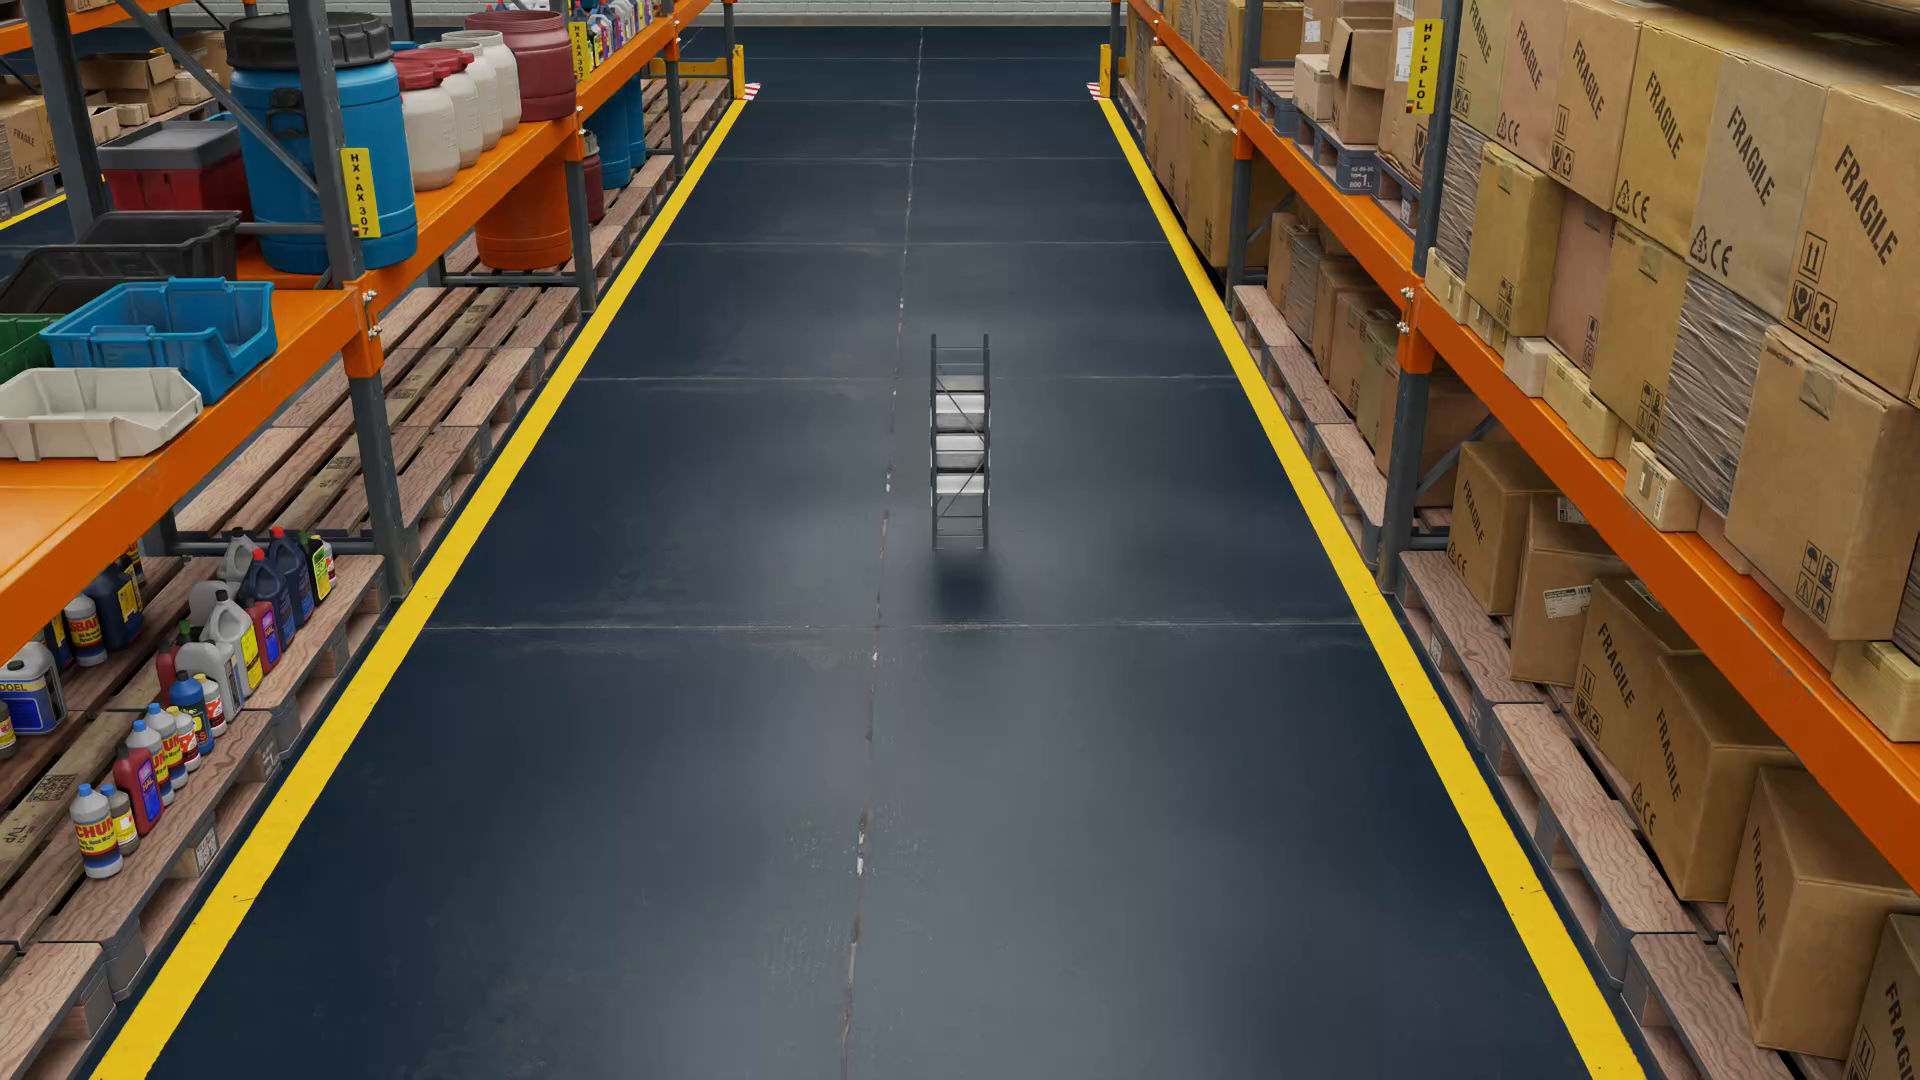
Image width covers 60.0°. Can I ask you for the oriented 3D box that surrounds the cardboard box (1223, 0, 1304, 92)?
[{"bbox_3d":[1.916,-3.061,10.257,0.500,0.500,0.500,0,24,1],"label":"cardboard box"}]

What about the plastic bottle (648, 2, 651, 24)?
[{"bbox_3d":[-2.471,-4.140,13.005,0.097,0.201,0.097,0,24,0],"label":"plastic bottle"}]

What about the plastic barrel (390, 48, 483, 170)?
[{"bbox_3d":[-2.543,-2.081,8.046,0.433,0.535,0.433,0,24,0],"label":"plastic barrel"}]

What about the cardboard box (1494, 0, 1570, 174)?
[{"bbox_3d":[1.971,-1.409,5.030,0.500,0.500,0.500,0,24,-1],"label":"cardboard box"}]

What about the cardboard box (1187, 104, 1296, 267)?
[{"bbox_3d":[2.183,-2.321,10.811,1.225,0.875,0.875,-1,24,-3],"label":"cardboard box"}]

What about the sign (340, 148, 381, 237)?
[{"bbox_3d":[-2.189,-1.267,6.075,0.100,0.325,0.005,0,24,-1],"label":"sign"}]

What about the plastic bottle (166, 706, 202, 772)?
[{"bbox_3d":[-2.410,0.608,5.127,0.097,0.201,0.097,0,24,0],"label":"plastic bottle"}]

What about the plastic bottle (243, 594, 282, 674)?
[{"bbox_3d":[-2.399,0.304,5.699,0.061,0.283,0.133,1,24,3],"label":"plastic bottle"}]

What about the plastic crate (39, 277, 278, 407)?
[{"bbox_3d":[-2.456,-0.620,5.162,0.499,0.251,0.616,0,24,-1],"label":"plastic crate"}]

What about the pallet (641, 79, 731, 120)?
[{"bbox_3d":[-2.900,-4.477,16.893,1.003,0.211,1.213,0,24,-1],"label":"pallet"}]

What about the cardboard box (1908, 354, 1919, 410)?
[{"bbox_3d":[2.004,-0.379,2.753,0.500,0.500,0.500,0,24,-1],"label":"cardboard box"}]

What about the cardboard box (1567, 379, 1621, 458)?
[{"bbox_3d":[1.944,-0.343,4.673,0.380,0.149,0.250,0,24,-1],"label":"cardboard box"}]

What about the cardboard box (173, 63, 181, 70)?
[{"bbox_3d":[-8.096,-4.583,16.546,0.500,0.250,0.500,0,24,-1],"label":"cardboard box"}]

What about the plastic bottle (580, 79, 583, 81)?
[{"bbox_3d":[-2.423,-3.053,10.503,0.061,0.283,0.133,0,24,-1],"label":"plastic bottle"}]

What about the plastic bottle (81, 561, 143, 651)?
[{"bbox_3d":[-3.002,0.197,5.854,0.144,0.351,0.185,0,24,-1],"label":"plastic bottle"}]

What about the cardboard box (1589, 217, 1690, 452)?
[{"bbox_3d":[2.197,-0.543,4.327,0.875,0.500,0.500,0,24,-1],"label":"cardboard box"}]

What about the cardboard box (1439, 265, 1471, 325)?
[{"bbox_3d":[1.904,-0.858,5.811,0.380,0.149,0.250,0,24,-1],"label":"cardboard box"}]

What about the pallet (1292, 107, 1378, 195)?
[{"bbox_3d":[2.232,-1.911,8.067,1.003,0.211,1.213,0,24,-1],"label":"pallet"}]

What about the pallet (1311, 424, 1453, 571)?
[{"bbox_3d":[2.203,-0.215,7.470,1.003,0.211,1.213,0,24,-1],"label":"pallet"}]

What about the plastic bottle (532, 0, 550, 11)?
[{"bbox_3d":[-3.041,-3.810,12.184,0.152,0.276,0.135,0,24,-1],"label":"plastic bottle"}]

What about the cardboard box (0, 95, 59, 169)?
[{"bbox_3d":[-7.488,-3.278,13.358,0.500,0.500,0.500,0,24,-1],"label":"cardboard box"}]

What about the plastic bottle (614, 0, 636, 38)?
[{"bbox_3d":[-2.490,-3.864,12.303,0.152,0.276,0.135,0,24,-1],"label":"plastic bottle"}]

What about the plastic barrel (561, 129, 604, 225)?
[{"bbox_3d":[-2.818,-2.551,11.666,0.600,0.588,0.708,0,24,-1],"label":"plastic barrel"}]

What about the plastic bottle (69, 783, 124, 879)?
[{"bbox_3d":[-2.404,0.800,4.619,0.097,0.271,0.097,0,24,0],"label":"plastic bottle"}]

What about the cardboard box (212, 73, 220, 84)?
[{"bbox_3d":[-7.657,-4.586,16.655,0.380,0.166,0.250,0,24,-1],"label":"cardboard box"}]

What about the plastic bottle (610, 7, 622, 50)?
[{"bbox_3d":[-2.438,-3.621,11.757,0.061,0.283,0.133,0,24,-1],"label":"plastic bottle"}]

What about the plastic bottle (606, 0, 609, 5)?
[{"bbox_3d":[-2.614,-3.853,12.286,0.097,0.271,0.097,0,24,0],"label":"plastic bottle"}]

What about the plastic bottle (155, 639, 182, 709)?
[{"bbox_3d":[-2.547,0.438,5.403,0.061,0.283,0.133,0,24,-1],"label":"plastic bottle"}]

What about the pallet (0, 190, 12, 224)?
[{"bbox_3d":[-7.717,-2.309,12.100,1.003,0.211,1.213,0,24,-1],"label":"pallet"}]

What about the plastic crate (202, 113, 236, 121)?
[{"bbox_3d":[-3.063,-1.589,7.142,0.392,0.384,0.575,0,24,-1],"label":"plastic crate"}]

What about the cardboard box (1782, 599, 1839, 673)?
[{"bbox_3d":[2.004,0.172,3.534,0.380,0.149,0.250,0,24,-1],"label":"cardboard box"}]

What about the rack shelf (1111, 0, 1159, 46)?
[{"bbox_3d":[2.104,-4.958,15.445,1.077,0.370,4.000,0,24,-1],"label":"rack shelf"}]

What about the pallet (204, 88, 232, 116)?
[{"bbox_3d":[-7.813,-4.436,16.803,1.003,0.211,1.213,0,24,-1],"label":"pallet"}]

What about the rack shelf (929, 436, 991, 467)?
[{"bbox_3d":[0.000,-0.383,7.086,0.258,0.077,0.200,0,24,-1],"label":"rack shelf"}]

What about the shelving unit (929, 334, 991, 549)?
[{"bbox_3d":[0.000,-0.413,7.072,0.258,0.900,0.210,0,24,-1],"label":"shelving unit"}]

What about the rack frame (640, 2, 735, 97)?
[{"bbox_3d":[-2.871,-6.088,17.070,1.000,3.000,0.127,0,24,-1],"label":"rack frame"}]

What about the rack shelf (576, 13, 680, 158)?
[{"bbox_3d":[-2.805,-3.288,11.752,1.077,0.370,4.000,0,24,-1],"label":"rack shelf"}]

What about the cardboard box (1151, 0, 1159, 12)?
[{"bbox_3d":[1.795,-4.471,13.801,0.380,0.149,0.250,0,24,0],"label":"cardboard box"}]

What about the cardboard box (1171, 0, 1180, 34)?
[{"bbox_3d":[1.887,-4.109,12.575,0.500,0.500,0.500,0,24,0],"label":"cardboard box"}]

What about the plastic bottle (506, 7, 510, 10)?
[{"bbox_3d":[-3.216,-3.663,11.866,0.097,0.271,0.097,0,24,0],"label":"plastic bottle"}]

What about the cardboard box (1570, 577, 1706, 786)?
[{"bbox_3d":[2.277,0.439,5.163,0.500,0.500,0.500,-2,24,-5],"label":"cardboard box"}]

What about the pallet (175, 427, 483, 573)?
[{"bbox_3d":[-2.787,-0.196,7.427,1.003,0.211,1.213,0,24,-1],"label":"pallet"}]

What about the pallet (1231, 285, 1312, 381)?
[{"bbox_3d":[2.176,-1.221,9.693,1.003,0.211,1.213,0,24,-1],"label":"pallet"}]

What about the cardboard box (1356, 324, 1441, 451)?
[{"bbox_3d":[2.242,-0.676,7.605,0.700,0.500,0.500,0,24,-1],"label":"cardboard box"}]

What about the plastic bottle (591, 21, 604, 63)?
[{"bbox_3d":[-2.449,-3.341,11.153,0.097,0.271,0.097,0,24,0],"label":"plastic bottle"}]

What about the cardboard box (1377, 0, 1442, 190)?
[{"bbox_3d":[2.344,-1.958,6.701,1.000,1.000,1.000,0,24,0],"label":"cardboard box"}]

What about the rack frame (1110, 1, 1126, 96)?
[{"bbox_3d":[2.082,-6.110,17.119,1.000,3.000,0.127,0,24,-1],"label":"rack frame"}]
